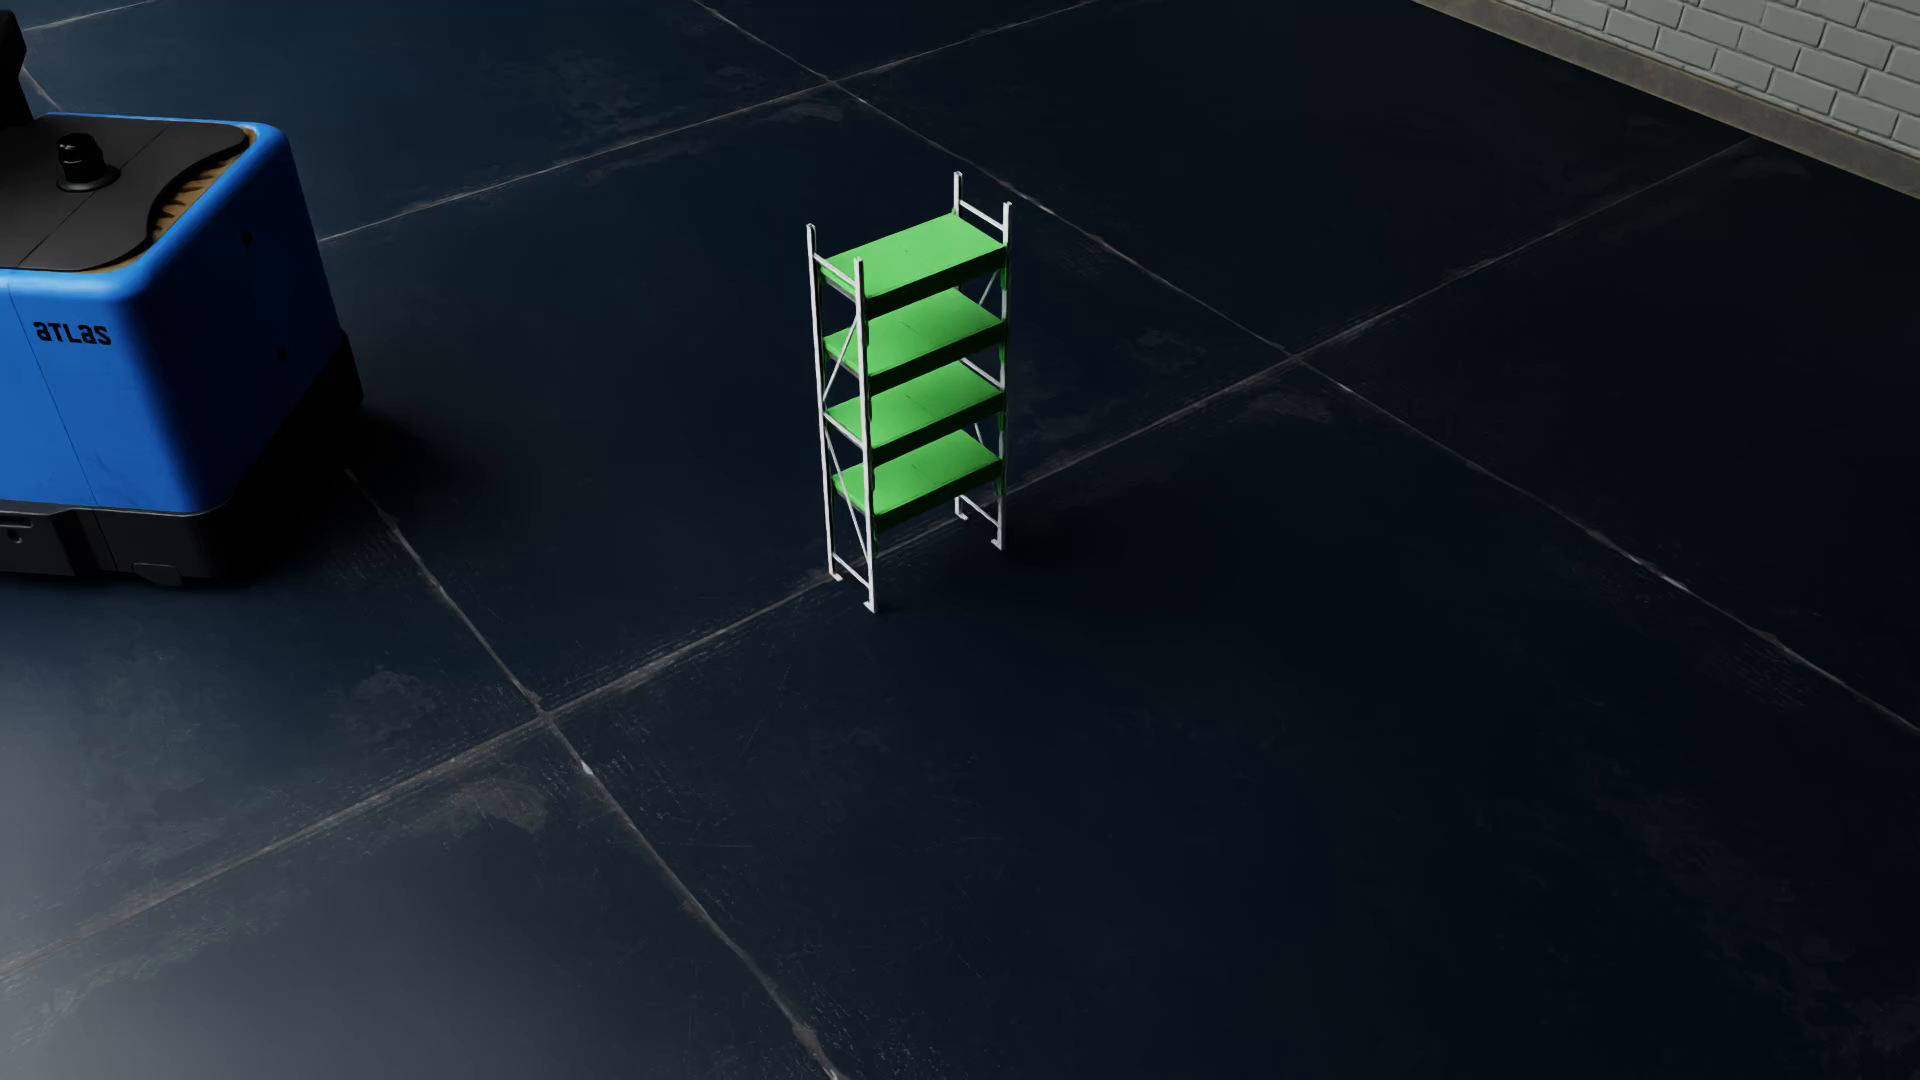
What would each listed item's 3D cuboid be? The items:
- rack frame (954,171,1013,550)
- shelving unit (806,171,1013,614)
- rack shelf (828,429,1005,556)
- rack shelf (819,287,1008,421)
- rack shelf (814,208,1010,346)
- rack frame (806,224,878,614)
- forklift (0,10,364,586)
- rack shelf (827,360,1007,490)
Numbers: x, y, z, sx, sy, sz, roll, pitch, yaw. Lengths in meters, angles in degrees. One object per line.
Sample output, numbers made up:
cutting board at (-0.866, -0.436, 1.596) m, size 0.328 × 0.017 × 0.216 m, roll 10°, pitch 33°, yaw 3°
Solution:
rack frame at (0.062, -0.494, 4.906) m, size 0.015 × 1.200 × 0.240 m, roll -26°, pitch 46°, yaw -28°
shelving unit at (-0.131, -0.400, 4.791) m, size 0.503 × 1.200 × 0.258 m, roll -26°, pitch 46°, yaw -28°
rack shelf at (-0.131, -0.165, 4.984) m, size 0.480 × 0.148 × 0.258 m, roll -26°, pitch 46°, yaw -28°
rack shelf at (-0.131, -0.536, 4.680) m, size 0.480 × 0.148 × 0.258 m, roll -26°, pitch 46°, yaw -28°
rack shelf at (-0.131, -0.722, 4.528) m, size 0.480 × 0.148 × 0.258 m, roll -26°, pitch 46°, yaw -28°
rack frame at (-0.325, -0.306, 4.677) m, size 0.015 × 1.200 × 0.240 m, roll -26°, pitch 46°, yaw -28°
forklift at (-3.607, -1.394, 4.638) m, size 3.031 × 2.935 × 1.130 m, roll 4°, pitch 40°, yaw 5°
rack shelf at (-0.131, -0.351, 4.832) m, size 0.480 × 0.148 × 0.258 m, roll -26°, pitch 46°, yaw -28°
